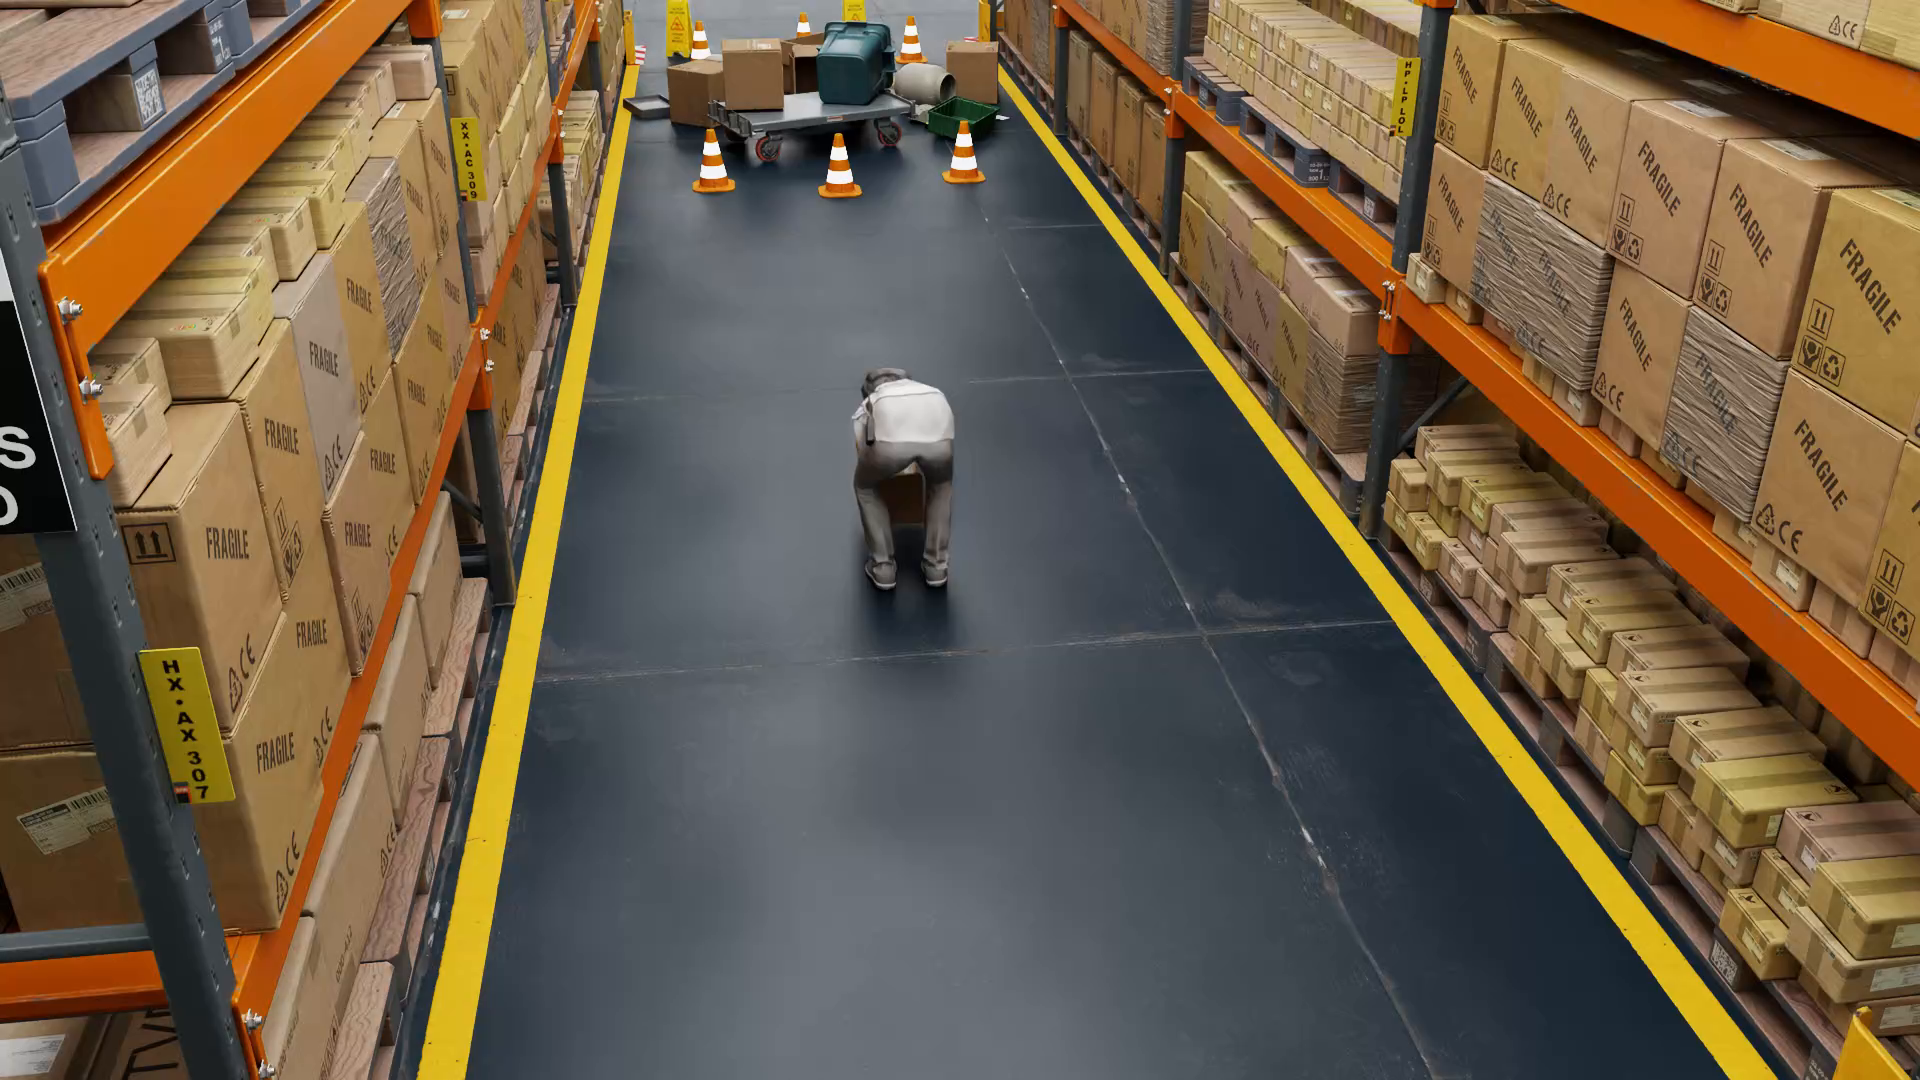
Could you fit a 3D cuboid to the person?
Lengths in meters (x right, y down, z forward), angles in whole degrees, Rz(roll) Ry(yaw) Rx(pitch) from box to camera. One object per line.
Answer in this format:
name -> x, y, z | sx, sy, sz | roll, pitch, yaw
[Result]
person -> -0.267, -0.325, 7.534 | 0.452, 0.943, 0.890 | -5, 28, -10
